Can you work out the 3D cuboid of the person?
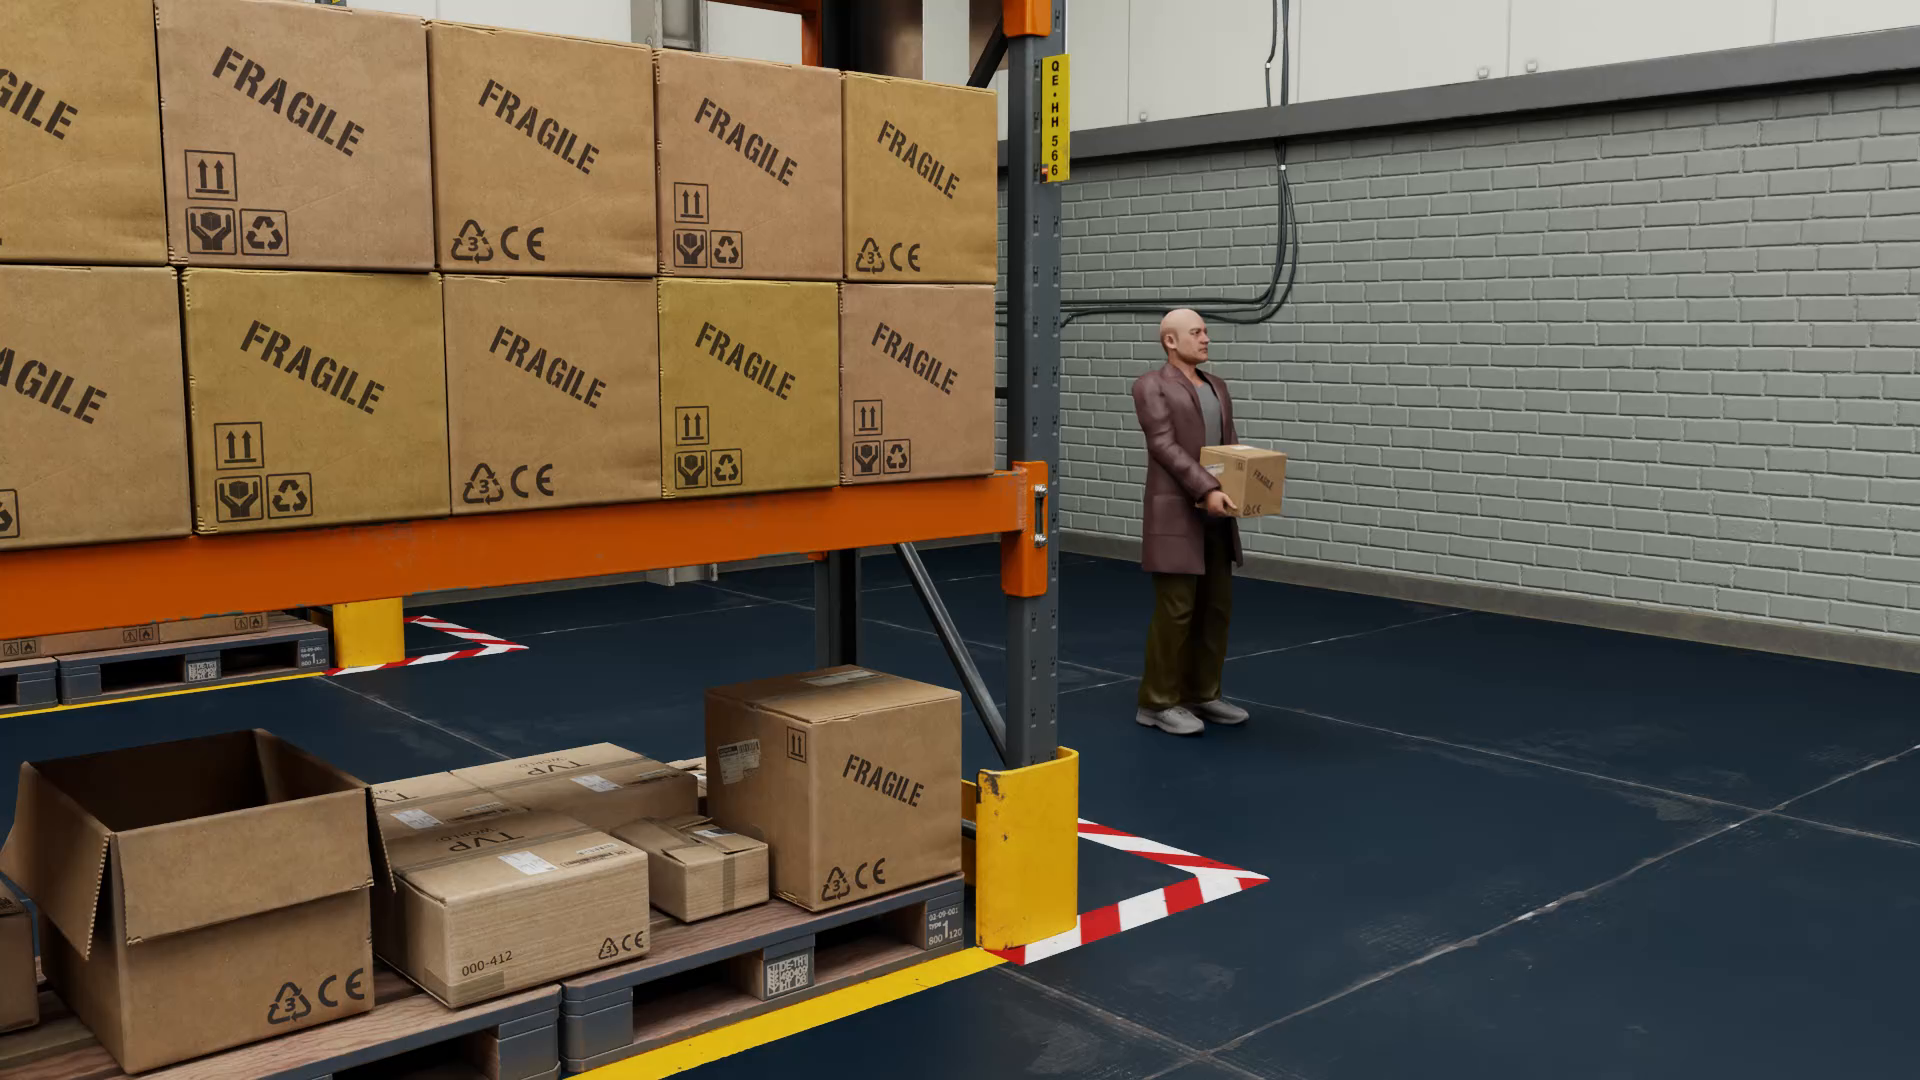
[{"bbox_3d":[1.038,-0.058,6.989,0.531,1.725,0.555,-6,10,-40],"label":"person"}]
